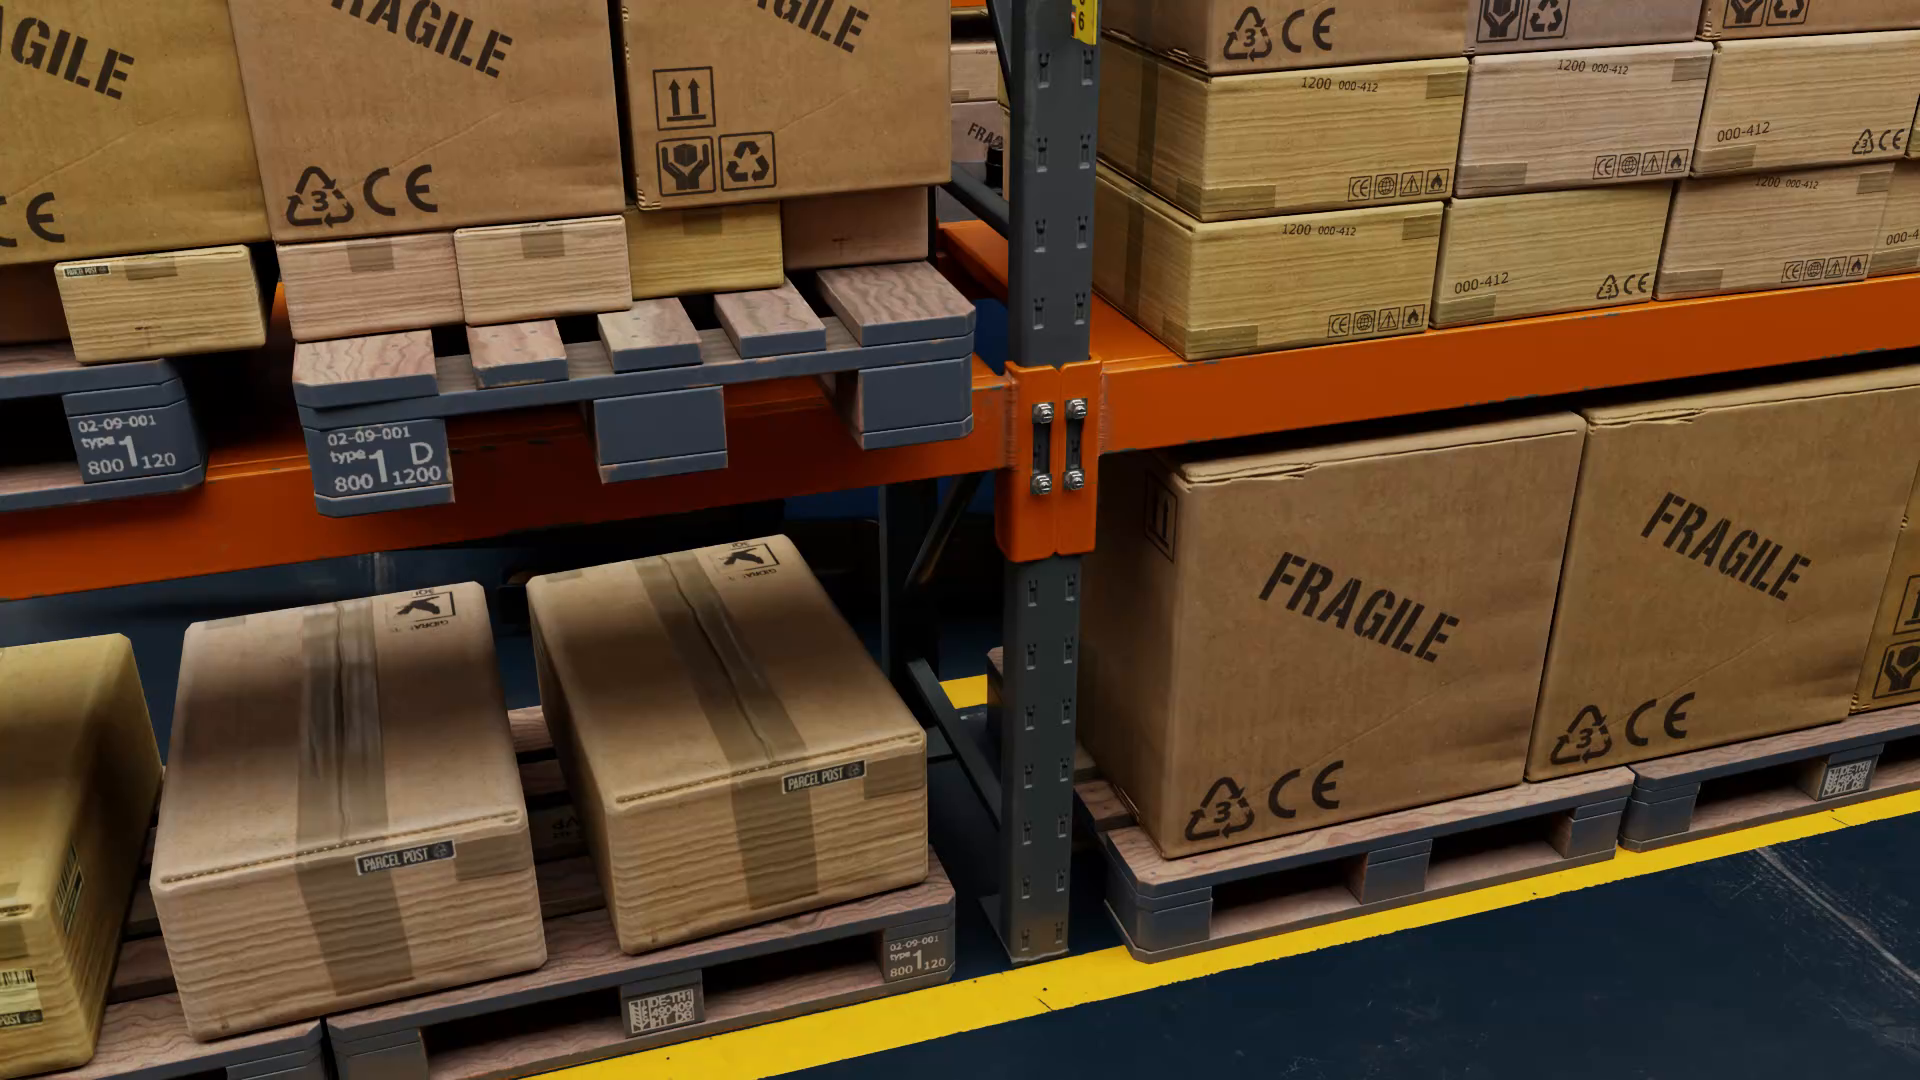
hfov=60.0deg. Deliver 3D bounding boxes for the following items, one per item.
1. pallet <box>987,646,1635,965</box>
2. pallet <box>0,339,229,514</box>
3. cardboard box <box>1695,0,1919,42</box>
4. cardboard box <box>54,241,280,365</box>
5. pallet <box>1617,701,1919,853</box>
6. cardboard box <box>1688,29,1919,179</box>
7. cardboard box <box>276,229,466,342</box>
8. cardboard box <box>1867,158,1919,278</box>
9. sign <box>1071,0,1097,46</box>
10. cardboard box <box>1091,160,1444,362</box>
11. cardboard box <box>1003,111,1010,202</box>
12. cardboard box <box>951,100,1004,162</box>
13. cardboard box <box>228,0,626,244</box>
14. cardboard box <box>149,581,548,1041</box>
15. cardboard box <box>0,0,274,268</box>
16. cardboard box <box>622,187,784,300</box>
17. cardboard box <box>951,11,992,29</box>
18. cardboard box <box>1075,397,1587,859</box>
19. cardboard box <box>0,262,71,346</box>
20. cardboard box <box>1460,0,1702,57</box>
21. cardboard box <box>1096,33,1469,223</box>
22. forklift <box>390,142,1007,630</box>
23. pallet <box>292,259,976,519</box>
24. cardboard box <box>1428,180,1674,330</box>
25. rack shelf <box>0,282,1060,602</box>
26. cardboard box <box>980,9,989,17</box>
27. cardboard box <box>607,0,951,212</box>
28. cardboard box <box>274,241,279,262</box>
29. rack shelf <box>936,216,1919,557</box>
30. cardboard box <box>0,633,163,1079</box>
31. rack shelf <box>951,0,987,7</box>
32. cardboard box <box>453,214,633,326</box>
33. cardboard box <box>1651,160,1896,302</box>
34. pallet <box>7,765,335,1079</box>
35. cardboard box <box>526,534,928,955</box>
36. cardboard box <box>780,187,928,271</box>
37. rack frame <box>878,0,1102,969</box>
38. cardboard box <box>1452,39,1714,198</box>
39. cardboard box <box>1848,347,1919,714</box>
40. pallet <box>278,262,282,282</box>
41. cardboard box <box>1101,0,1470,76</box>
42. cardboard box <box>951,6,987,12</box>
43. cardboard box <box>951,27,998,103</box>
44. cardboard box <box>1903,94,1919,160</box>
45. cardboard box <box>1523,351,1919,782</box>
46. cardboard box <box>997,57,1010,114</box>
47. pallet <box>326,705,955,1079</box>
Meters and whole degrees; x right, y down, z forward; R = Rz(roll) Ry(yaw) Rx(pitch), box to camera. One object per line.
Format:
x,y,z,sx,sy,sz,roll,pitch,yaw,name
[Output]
0.788,0.499,4.007,1.213,0.211,1.003,-8,28,-16,pallet
-1.855,-0.297,2.691,1.213,0.211,1.003,-8,28,-16,pallet
1.525,-1.267,3.192,0.500,0.500,0.500,-7,27,-15,cardboard box
-1.182,-0.408,2.508,0.250,0.149,0.380,-8,27,-15,cardboard box
1.946,0.333,4.342,1.213,0.211,1.003,-8,28,-16,pallet
1.542,-0.929,3.355,0.500,0.250,0.500,-8,28,-16,cardboard box
-0.924,-0.451,2.596,0.250,0.149,0.380,-10,28,-19,cardboard box
2.009,-0.784,3.625,0.500,0.250,0.500,-8,28,-16,cardboard box
0.192,-0.928,2.533,0.005,0.325,0.100,-8,28,-16,sign
0.558,-0.567,3.187,0.500,0.250,0.500,-9,28,-17,cardboard box
0.415,-0.785,3.627,0.500,0.250,0.500,-9,28,-18,cardboard box
0.101,-1.953,8.150,0.500,0.500,0.500,-9,28,-17,cardboard box
-0.820,-0.783,2.535,0.500,0.500,0.500,-9,28,-17,cardboard box
-1.225,0.495,3.363,0.625,0.372,0.950,-9,28,-17,cardboard box
-1.299,-0.713,2.394,0.500,0.500,0.500,-10,28,-20,cardboard box
-0.457,-0.536,2.767,0.250,0.149,0.380,-8,27,-15,cardboard box
-0.080,-2.499,8.406,0.500,0.250,0.500,-8,27,-15,cardboard box
0.697,0.031,3.732,0.875,0.875,0.875,-8,28,-17,cardboard box
-1.460,-0.426,2.546,0.250,0.149,0.380,-8,28,-16,cardboard box
1.028,-1.202,3.062,0.500,0.500,0.500,-8,28,-16,cardboard box
0.573,-0.795,3.085,0.500,0.250,0.500,-8,28,-16,cardboard box
-0.983,-1.301,4.574,3.031,2.935,1.130,-2,26,-4,forklift
-0.630,-0.444,2.986,1.003,0.211,1.213,-8,28,-16,pallet
1.041,-0.645,3.344,0.500,0.250,0.500,-9,28,-18,cardboard box
-1.887,-0.075,2.837,4.000,0.370,1.077,-8,28,-16,rack shelf
0.413,-2.574,8.558,0.500,0.250,0.500,-7,27,-14,cardboard box
-0.331,-0.859,2.688,0.500,0.500,0.500,-9,28,-18,cardboard box
-3.051,-1.765,7.489,0.750,0.750,1.050,-8,27,-15,cardboard box
1.916,-0.626,3.947,4.000,0.370,1.077,-8,28,-16,rack shelf
-1.948,0.597,3.158,0.625,0.372,0.950,-7,27,-14,cardboard box
0.287,-2.705,8.135,4.000,0.370,1.077,-8,28,-16,rack shelf
-0.682,-0.483,2.659,0.250,0.149,0.380,-8,28,-17,cardboard box
1.541,-0.715,3.485,0.500,0.250,0.500,-7,27,-14,cardboard box
-1.887,0.849,3.302,1.213,0.211,1.003,-8,28,-16,pallet
-0.526,0.390,3.575,0.625,0.372,0.950,-10,28,-20,cardboard box
-0.224,-0.604,2.903,0.250,0.149,0.380,-7,27,-14,cardboard box
0.015,-0.673,3.232,0.127,3.000,1.000,-8,28,-16,rack frame
1.065,-0.866,3.227,0.500,0.250,0.500,-8,27,-15,cardboard box
2.397,-0.213,4.224,0.875,0.875,0.875,-7,27,-15,cardboard box
-3.545,-1.260,7.550,1.213,0.211,1.003,-8,28,-16,pallet
0.559,-1.130,2.916,0.500,0.500,0.500,-9,28,-18,cardboard box
0.147,-4.554,12.966,0.875,0.875,1.225,-8,28,-16,cardboard box
0.073,-2.281,7.968,0.500,0.250,0.500,-8,28,-16,cardboard box
2.029,-0.993,3.484,0.500,0.250,0.500,-8,27,-15,cardboard box
1.547,-0.090,3.976,0.875,0.875,0.875,-8,27,-15,cardboard box
0.397,-1.004,3.505,0.500,0.250,0.500,-8,28,-16,cardboard box
-0.729,0.683,3.637,1.213,0.211,1.003,-8,28,-16,pallet
